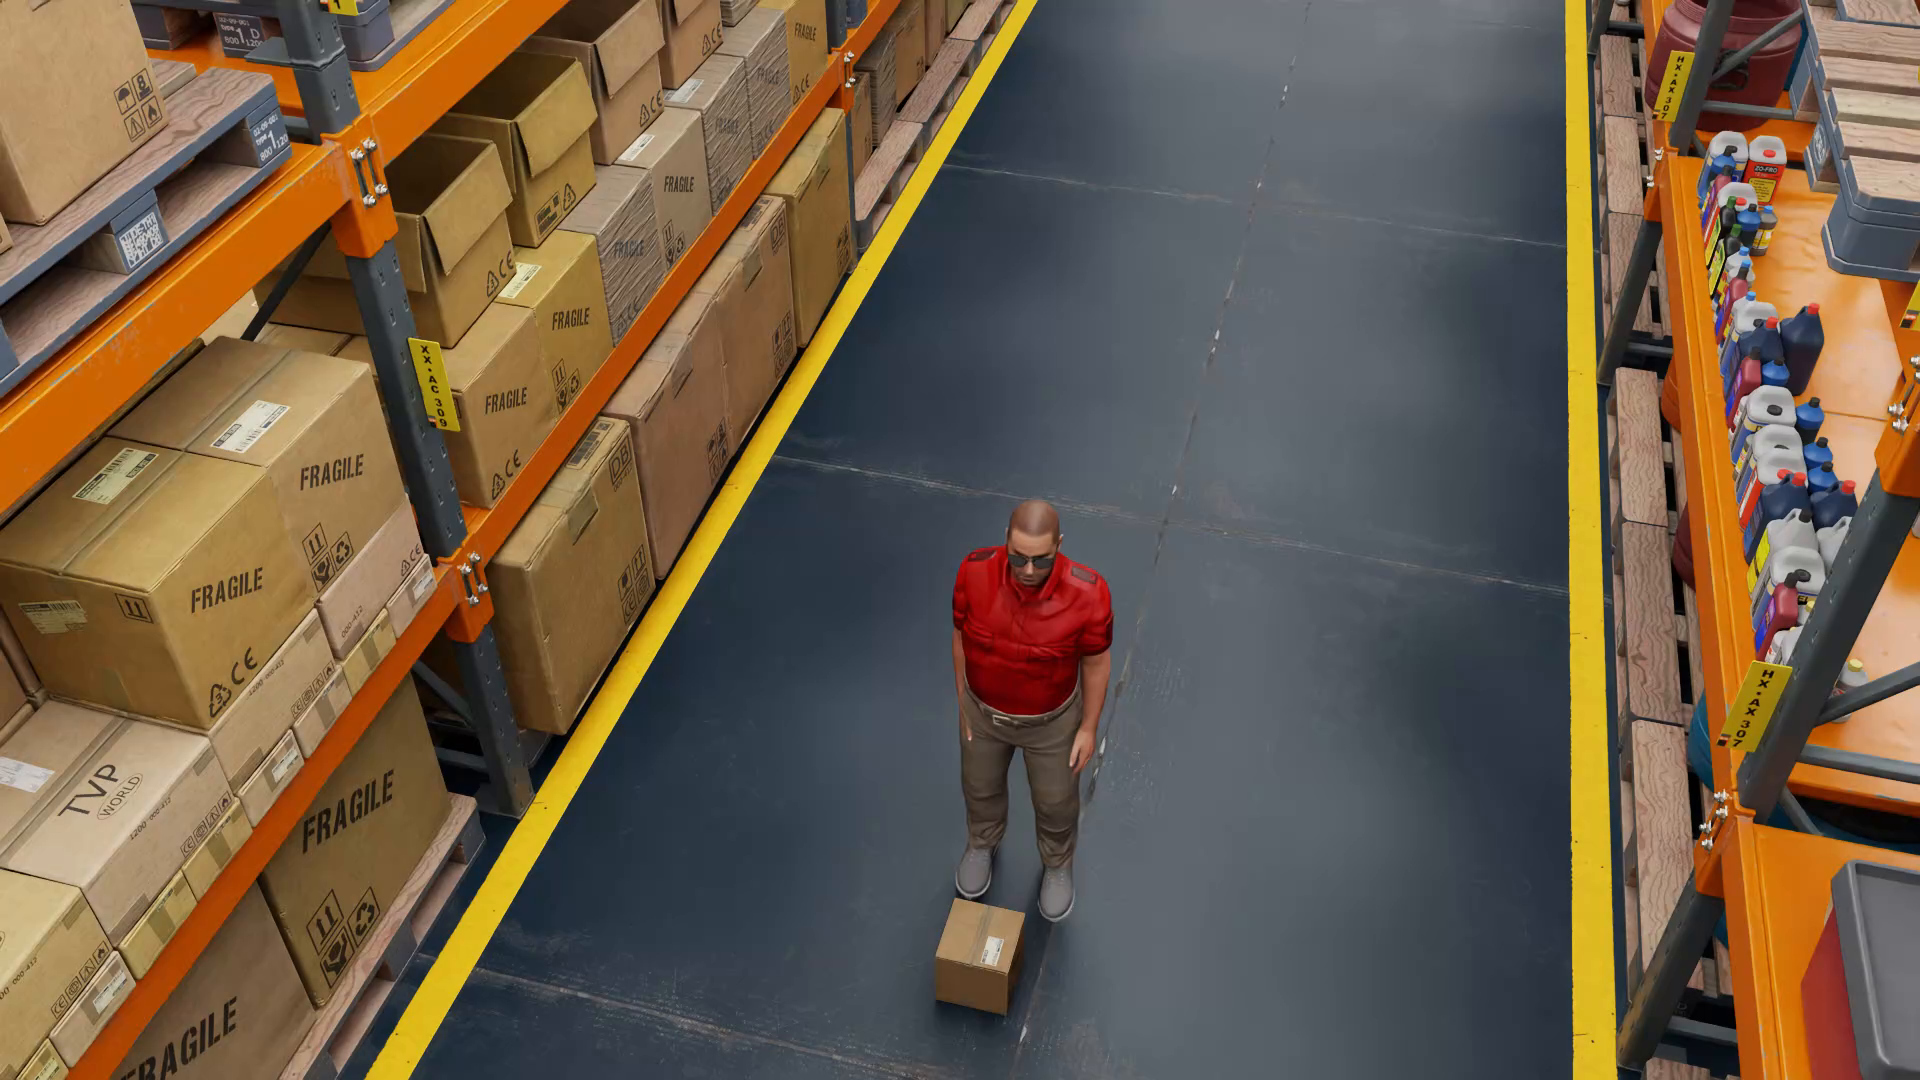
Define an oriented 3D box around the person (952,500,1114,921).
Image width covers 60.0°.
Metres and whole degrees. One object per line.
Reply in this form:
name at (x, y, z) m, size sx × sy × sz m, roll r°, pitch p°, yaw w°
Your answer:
person at (0.218, 0.575, 5.517) m, size 0.530 × 1.744 × 0.361 m, roll 11°, pitch 42°, yaw 13°
